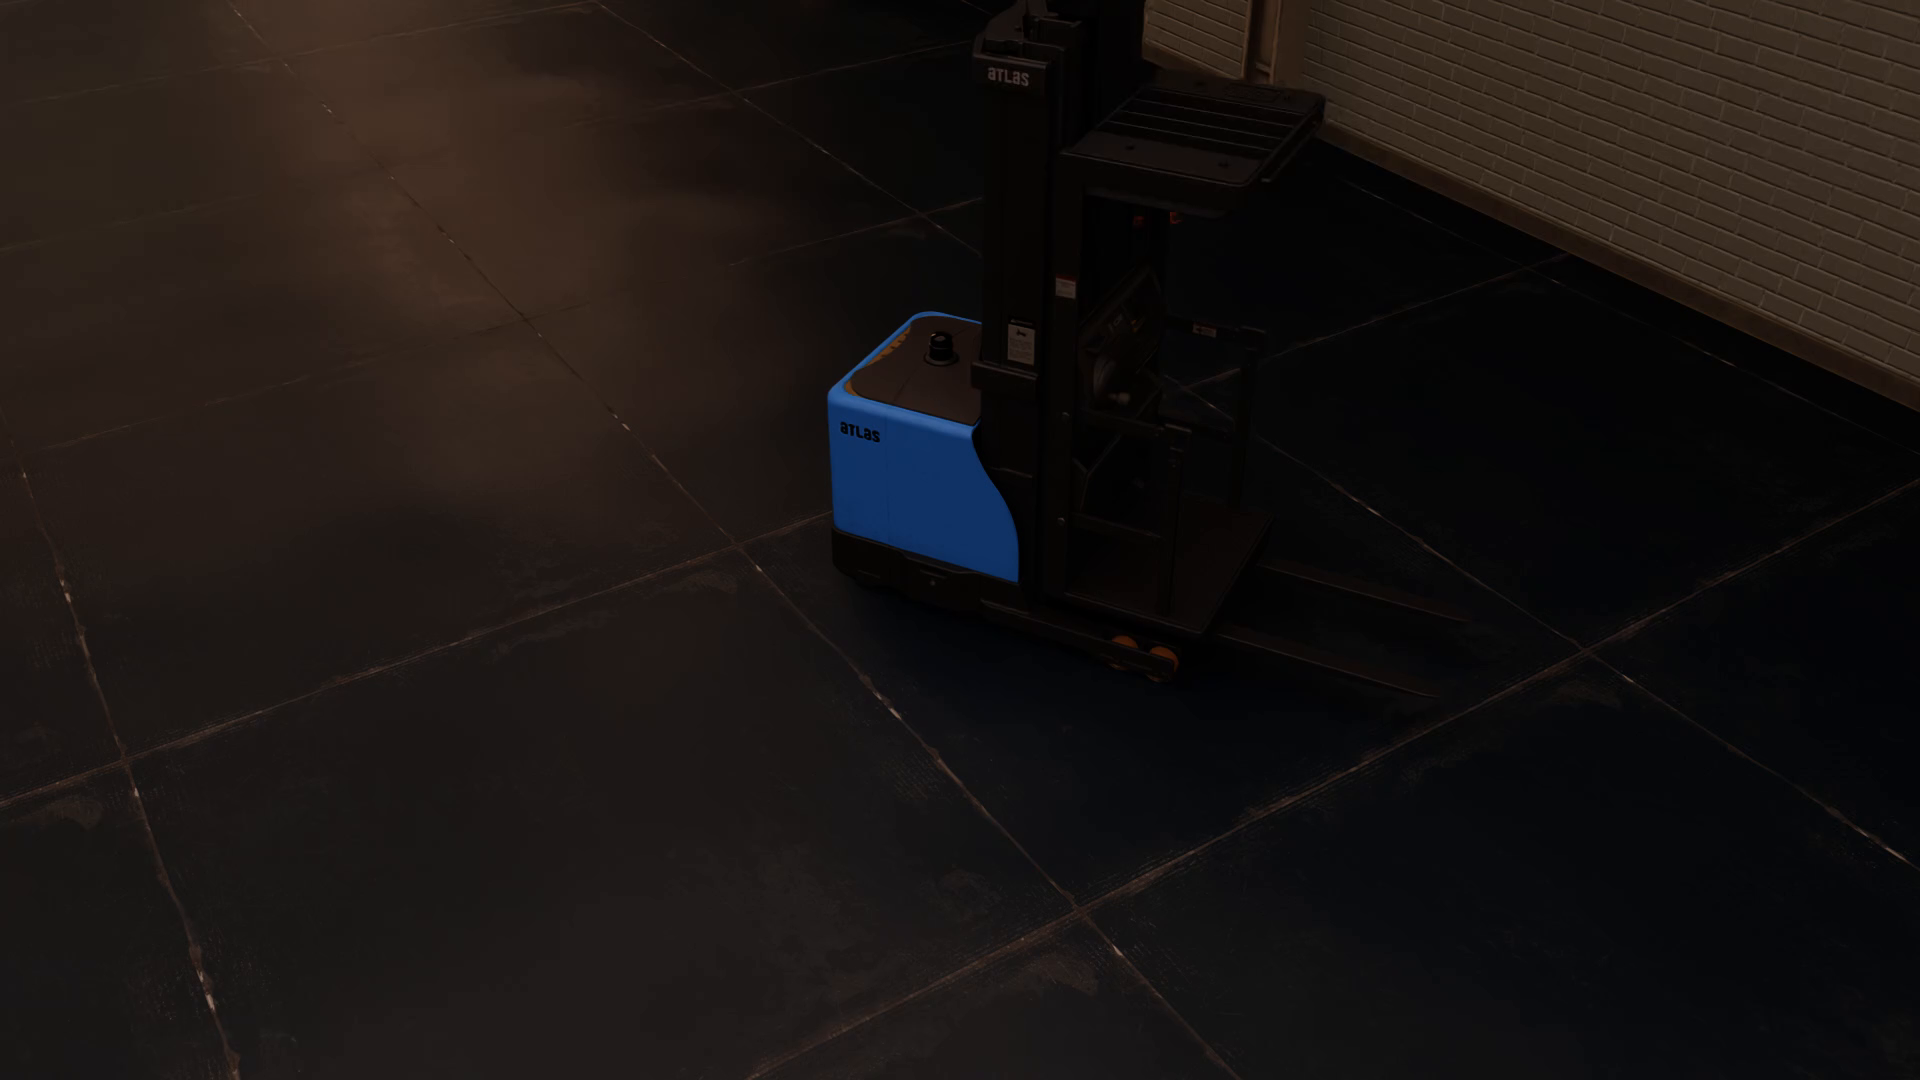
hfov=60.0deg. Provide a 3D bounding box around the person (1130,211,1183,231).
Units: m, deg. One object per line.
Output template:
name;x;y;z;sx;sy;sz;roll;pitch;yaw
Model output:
person;0.730;-1.076;8.984;0.793;1.446;1.595;26;43;32

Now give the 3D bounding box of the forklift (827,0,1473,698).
forklift;0.907;-0.886;7.408;3.031;2.935;1.130;16;38;22
